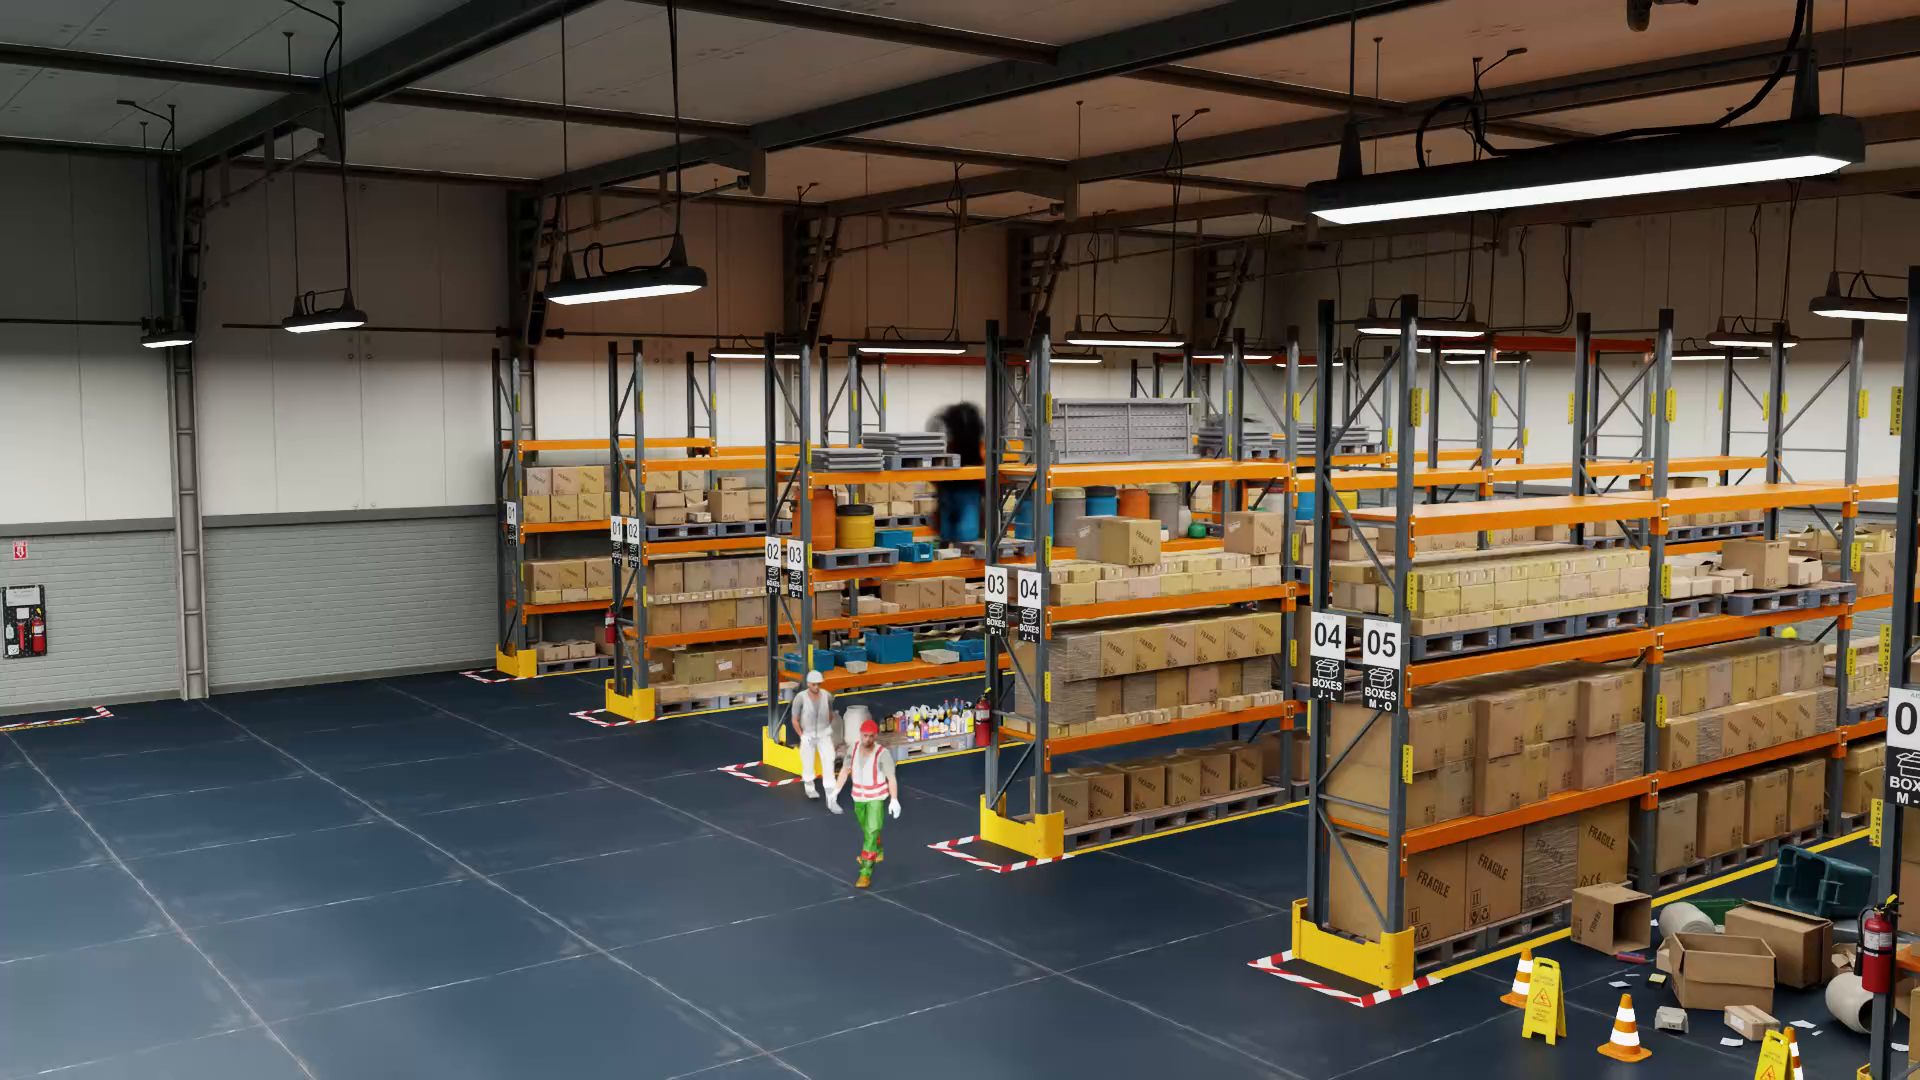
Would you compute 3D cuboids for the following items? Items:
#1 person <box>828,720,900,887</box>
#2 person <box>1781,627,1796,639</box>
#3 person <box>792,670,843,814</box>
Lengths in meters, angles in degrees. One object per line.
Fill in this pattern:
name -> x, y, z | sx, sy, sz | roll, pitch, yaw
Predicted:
person -> -0.978, 2.743, 17.713 | 0.700, 1.730, 0.985 | 2, 6, 25
person -> 12.374, 2.129, 24.786 | 0.636, 1.712, 0.715 | -2, 5, -22
person -> -1.795, 2.469, 20.791 | 0.612, 1.748, 0.948 | -1, 5, -8
